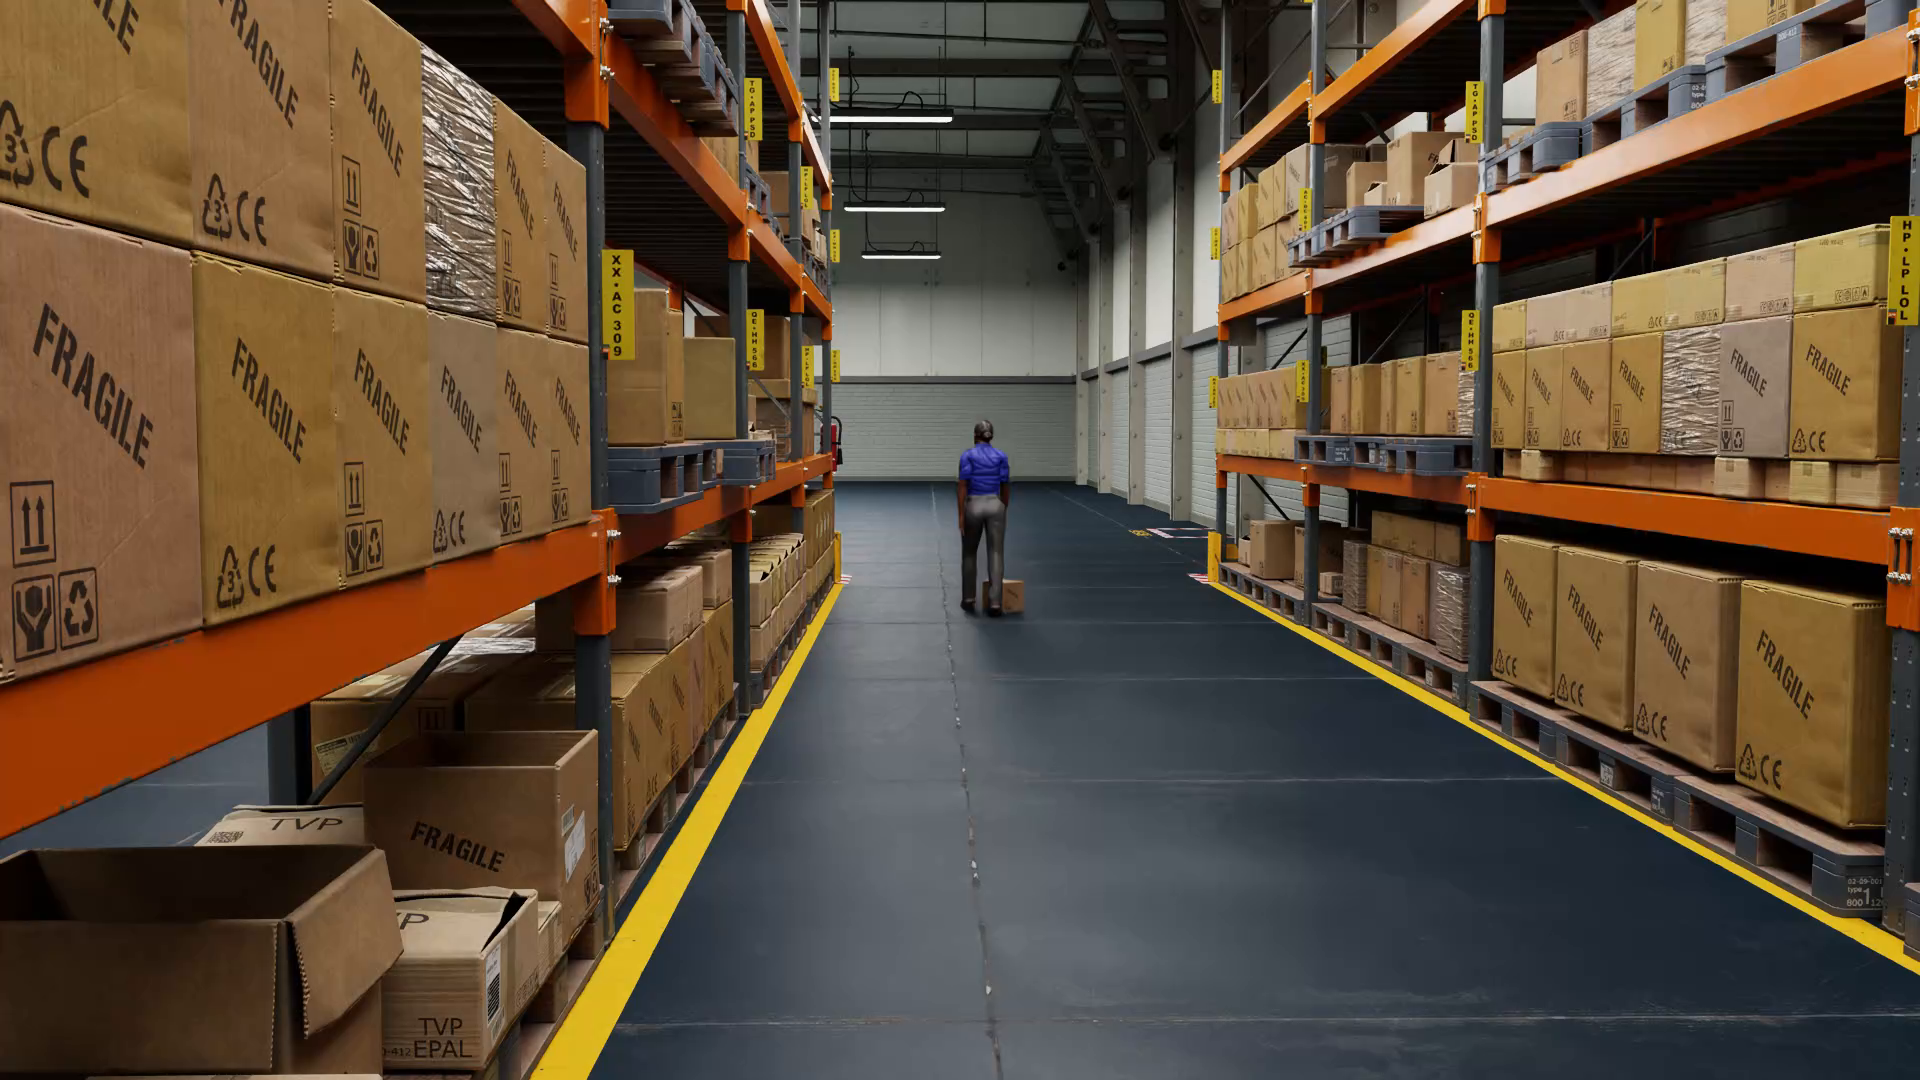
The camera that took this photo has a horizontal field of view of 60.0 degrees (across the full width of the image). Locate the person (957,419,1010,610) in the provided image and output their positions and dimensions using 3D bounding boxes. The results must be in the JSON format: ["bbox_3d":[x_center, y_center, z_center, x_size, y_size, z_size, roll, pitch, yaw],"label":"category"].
[{"bbox_3d":[0.197,-0.199,14.161,0.468,1.652,0.908,0,4,-5],"label":"person"}]
